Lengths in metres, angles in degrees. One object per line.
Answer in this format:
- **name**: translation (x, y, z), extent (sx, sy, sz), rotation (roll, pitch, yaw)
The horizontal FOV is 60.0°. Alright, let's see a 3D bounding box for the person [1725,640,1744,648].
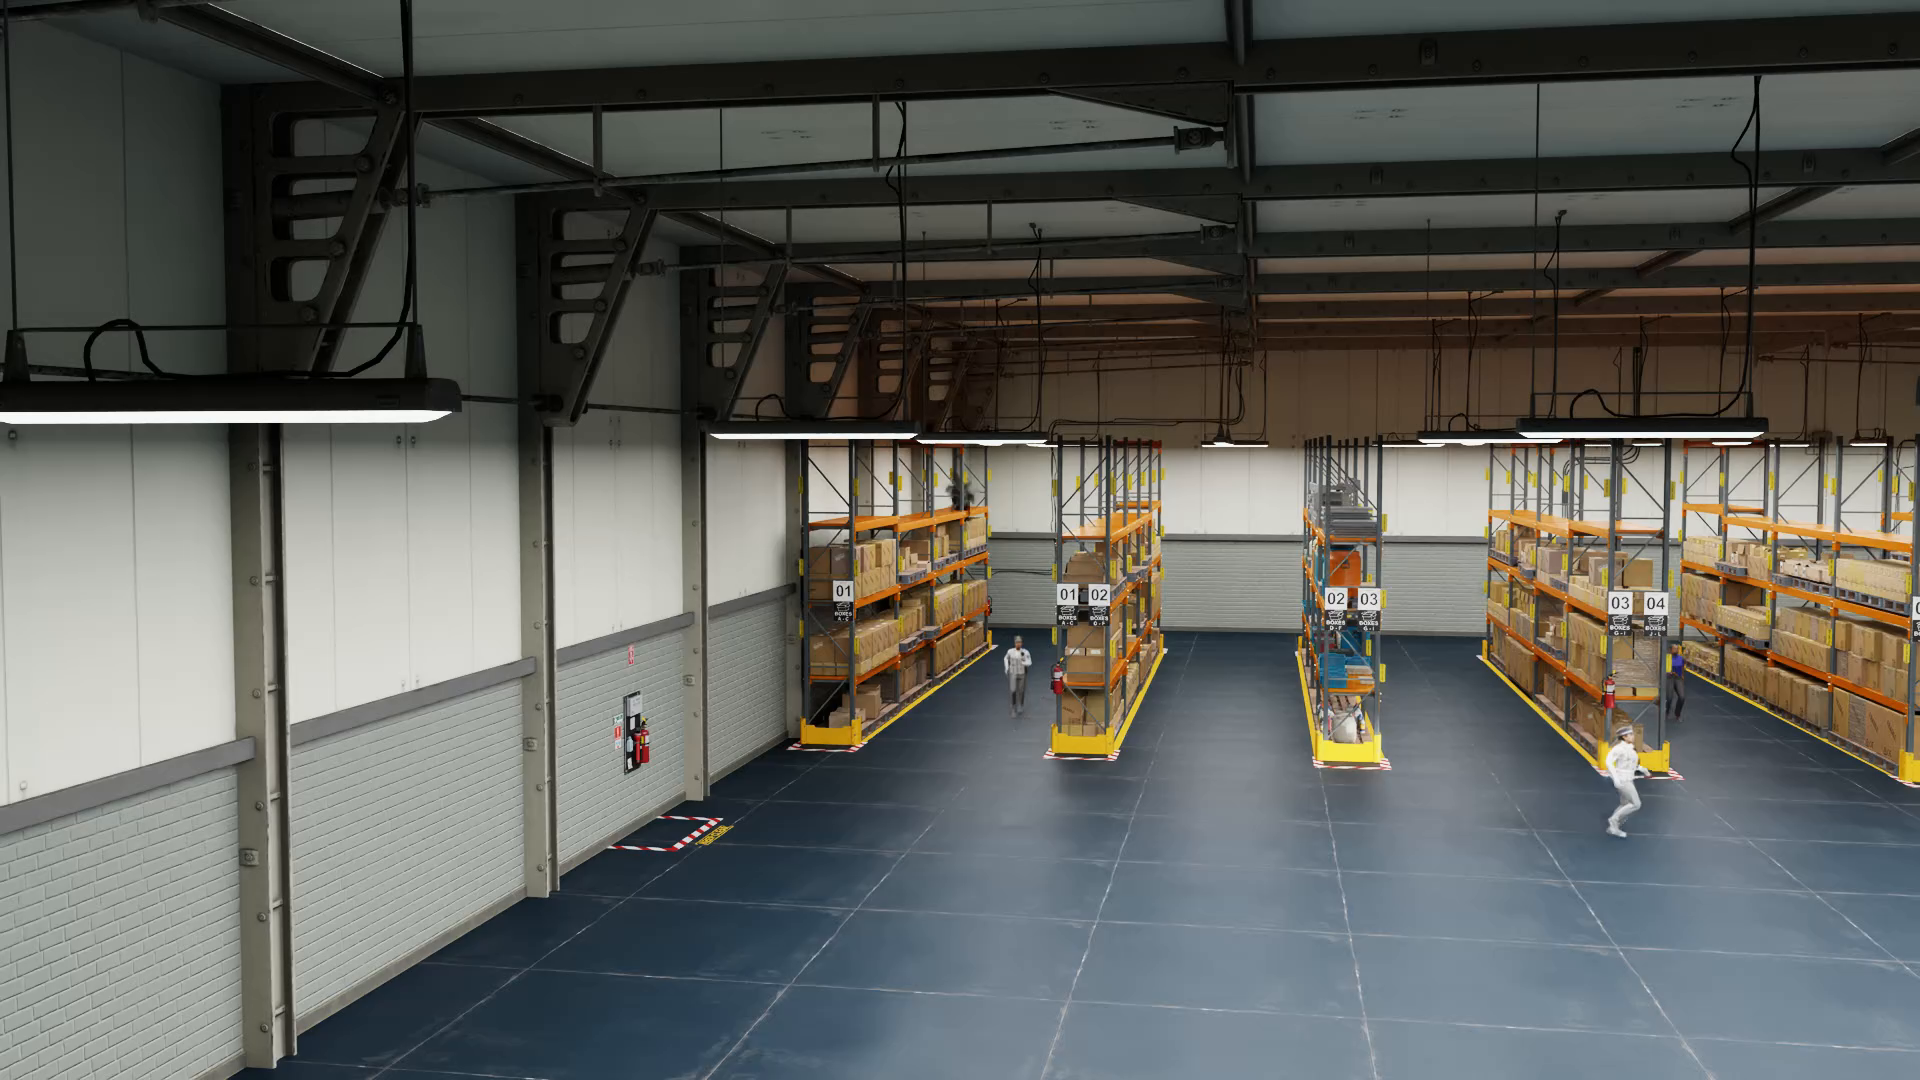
- **person**: translation (21.044, 2.408, 45.437), extent (0.668, 1.718, 0.857), rotation (-1, 3, -25)

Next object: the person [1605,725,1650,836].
- **person**: translation (9.870, 3.554, 24.569), extent (0.560, 1.659, 0.623), rotation (2, 4, 35)

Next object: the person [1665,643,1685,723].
- **person**: translation (15.010, 3.019, 34.978), extent (0.573, 1.690, 0.712), rotation (0, 3, 4)

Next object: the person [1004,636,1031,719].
- **person**: translation (1.247, 2.931, 35.841), extent (0.587, 1.737, 0.791), rotation (0, 3, 2)
